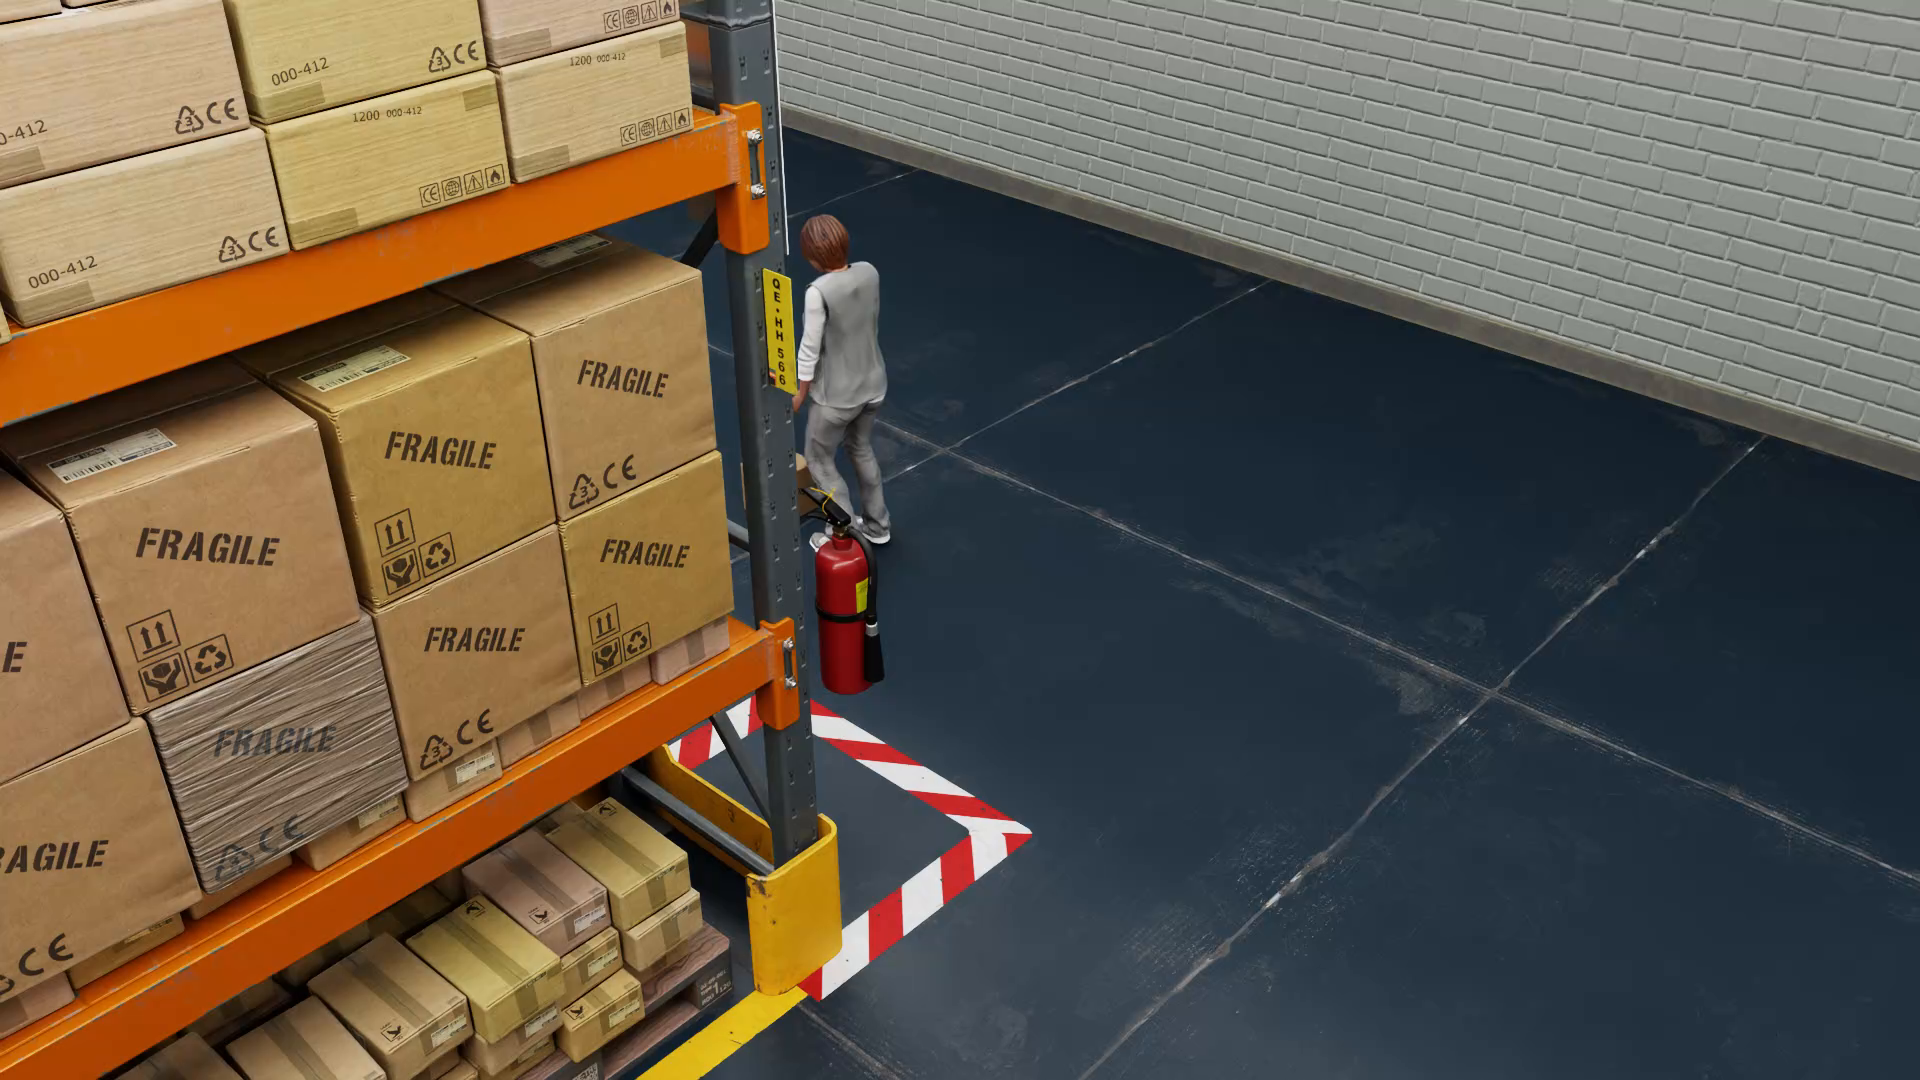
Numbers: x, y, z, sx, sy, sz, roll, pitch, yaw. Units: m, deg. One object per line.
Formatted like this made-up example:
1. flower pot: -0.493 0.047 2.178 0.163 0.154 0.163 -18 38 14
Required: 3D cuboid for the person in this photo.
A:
1. person: -0.517 -0.628 7.207 0.354 1.556 0.420 27 41 36
